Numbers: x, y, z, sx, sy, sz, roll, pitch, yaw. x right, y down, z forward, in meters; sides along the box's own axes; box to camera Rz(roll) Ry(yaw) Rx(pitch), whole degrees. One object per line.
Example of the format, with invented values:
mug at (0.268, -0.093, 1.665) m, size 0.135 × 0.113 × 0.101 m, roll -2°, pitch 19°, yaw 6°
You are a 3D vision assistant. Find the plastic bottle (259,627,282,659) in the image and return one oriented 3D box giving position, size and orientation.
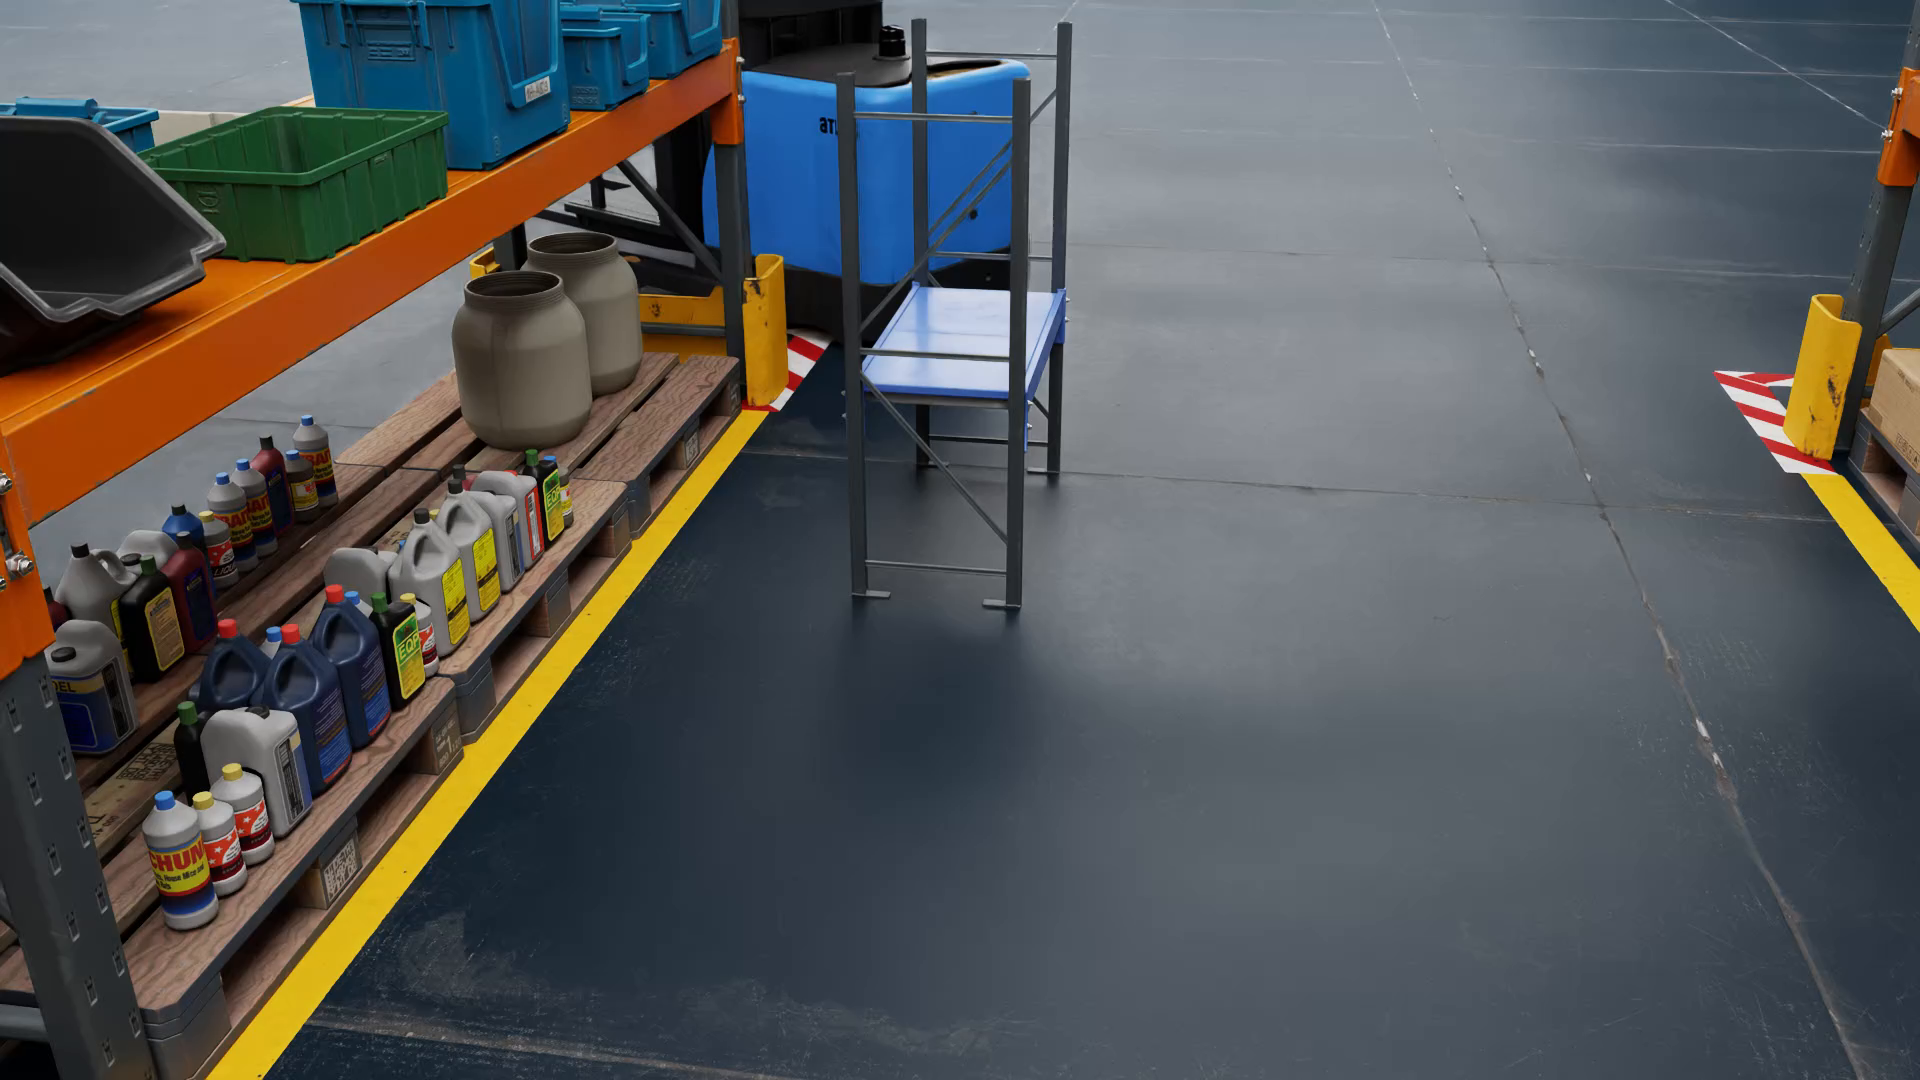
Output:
plastic bottle at (-1.514, 0.321, 3.726) m, size 0.097 × 0.271 × 0.097 m, roll 0°, pitch 25°, yaw 0°

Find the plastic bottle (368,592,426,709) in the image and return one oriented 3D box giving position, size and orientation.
plastic bottle at (-1.320, 0.239, 3.886) m, size 0.061 × 0.283 × 0.133 m, roll 5°, pitch 26°, yaw 11°

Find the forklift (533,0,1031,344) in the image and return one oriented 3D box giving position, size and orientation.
forklift at (-1.149, -2.630, 7.411) m, size 3.031 × 2.935 × 1.130 m, roll 19°, pitch 31°, yaw 35°

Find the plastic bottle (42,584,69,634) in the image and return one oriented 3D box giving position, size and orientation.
plastic bottle at (-2.122, 0.253, 3.857) m, size 0.061 × 0.283 × 0.133 m, roll 6°, pitch 26°, yaw 12°

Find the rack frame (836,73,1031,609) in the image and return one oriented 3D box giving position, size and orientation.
rack frame at (-0.069, -0.502, 4.554) m, size 0.500 × 1.500 × 0.032 m, roll 4°, pitch 25°, yaw 9°

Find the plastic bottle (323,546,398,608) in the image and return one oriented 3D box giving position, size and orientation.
plastic bottle at (-1.469, 0.131, 4.125) m, size 0.152 × 0.276 × 0.135 m, roll 4°, pitch 25°, yaw 9°

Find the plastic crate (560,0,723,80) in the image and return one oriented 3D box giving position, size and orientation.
plastic crate at (-1.093, -1.713, 5.547) m, size 0.499 × 0.251 × 0.616 m, roll 4°, pitch 25°, yaw 9°

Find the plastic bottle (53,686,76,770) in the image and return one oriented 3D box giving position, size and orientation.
plastic bottle at (-1.997, 0.383, 3.498) m, size 0.144 × 0.351 × 0.185 m, roll 4°, pitch 25°, yaw 9°

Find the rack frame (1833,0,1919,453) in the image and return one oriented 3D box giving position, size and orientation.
rack frame at (3.580, -1.666, 5.271) m, size 1.000 × 3.000 × 0.127 m, roll 4°, pitch 25°, yaw 9°

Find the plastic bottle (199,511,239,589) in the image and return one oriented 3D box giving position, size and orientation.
plastic bottle at (-1.999, 0.021, 4.449) m, size 0.097 × 0.201 × 0.097 m, roll 0°, pitch 25°, yaw 0°

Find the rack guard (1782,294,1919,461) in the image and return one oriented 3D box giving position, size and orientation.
rack guard at (3.584, -0.544, 5.822) m, size 1.175 × 0.500 × 0.348 m, roll 4°, pitch 25°, yaw 9°

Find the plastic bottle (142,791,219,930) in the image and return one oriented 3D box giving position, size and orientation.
plastic bottle at (-1.476, 0.596, 3.138) m, size 0.097 × 0.271 × 0.097 m, roll 0°, pitch 25°, yaw 0°

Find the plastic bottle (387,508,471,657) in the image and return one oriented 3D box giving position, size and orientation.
plastic bottle at (-1.319, 0.097, 4.110) m, size 0.144 × 0.351 × 0.185 m, roll 4°, pitch 25°, yaw 8°

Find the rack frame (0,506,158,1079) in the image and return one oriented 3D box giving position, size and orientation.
rack frame at (-1.963, -0.338, 2.434) m, size 0.949 × 2.616 × 0.053 m, roll 4°, pitch 25°, yaw 9°

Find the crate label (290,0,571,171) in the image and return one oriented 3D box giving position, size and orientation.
crate label at (-1.340, -1.238, 4.315) m, size 0.502 × 0.435 × 0.616 m, roll 4°, pitch 25°, yaw 9°

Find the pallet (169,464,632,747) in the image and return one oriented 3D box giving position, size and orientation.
pallet at (-1.612, 0.135, 4.712) m, size 1.003 × 0.211 × 1.213 m, roll 4°, pitch 25°, yaw 9°

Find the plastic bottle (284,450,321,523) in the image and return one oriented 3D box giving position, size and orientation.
plastic bottle at (-1.927, -0.163, 4.841) m, size 0.097 × 0.201 × 0.097 m, roll 0°, pitch 25°, yaw 0°

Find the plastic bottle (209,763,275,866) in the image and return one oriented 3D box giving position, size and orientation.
plastic bottle at (-1.442, 0.542, 3.335) m, size 0.097 × 0.201 × 0.097 m, roll 0°, pitch 25°, yaw 0°

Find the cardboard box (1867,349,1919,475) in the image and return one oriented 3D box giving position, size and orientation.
cardboard box at (3.273, -0.402, 5.318) m, size 0.500 × 0.250 × 0.500 m, roll 4°, pitch 25°, yaw 9°

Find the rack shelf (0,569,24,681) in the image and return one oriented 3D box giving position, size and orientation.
rack shelf at (-2.287, 0.825, 0.799) m, size 1.077 × 0.370 × 4.000 m, roll 4°, pitch 25°, yaw 9°

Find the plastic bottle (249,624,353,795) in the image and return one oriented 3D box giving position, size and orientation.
plastic bottle at (-1.419, 0.354, 3.561) m, size 0.144 × 0.351 × 0.185 m, roll 5°, pitch 25°, yaw 10°

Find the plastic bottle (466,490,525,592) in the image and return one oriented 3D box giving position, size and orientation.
plastic bottle at (-1.265, -0.016, 4.440) m, size 0.152 × 0.276 × 0.135 m, roll 3°, pitch 25°, yaw 7°

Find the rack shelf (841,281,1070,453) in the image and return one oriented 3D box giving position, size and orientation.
rack shelf at (0.014, -0.552, 5.085) m, size 0.538 × 0.185 × 1.000 m, roll 4°, pitch 25°, yaw 9°

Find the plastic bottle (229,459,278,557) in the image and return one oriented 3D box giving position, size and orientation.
plastic bottle at (-1.966, -0.094, 4.612) m, size 0.097 × 0.271 × 0.097 m, roll 0°, pitch 25°, yaw 0°

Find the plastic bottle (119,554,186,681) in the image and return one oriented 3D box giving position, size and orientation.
plastic bottle at (-1.950, 0.185, 4.002) m, size 0.061 × 0.283 × 0.133 m, roll 4°, pitch 25°, yaw 9°

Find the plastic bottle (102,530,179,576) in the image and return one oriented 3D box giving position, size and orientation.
plastic bottle at (-2.025, 0.124, 4.140) m, size 0.152 × 0.276 × 0.135 m, roll 4°, pitch 25°, yaw 9°

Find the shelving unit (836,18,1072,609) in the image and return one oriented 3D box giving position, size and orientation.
shelving unit at (0.014, -0.715, 5.008) m, size 0.538 × 1.500 × 1.048 m, roll 4°, pitch 25°, yaw 9°

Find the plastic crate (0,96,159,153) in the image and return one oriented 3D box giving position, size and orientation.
plastic crate at (-2.047, -0.752, 3.494) m, size 0.499 × 0.251 × 0.616 m, roll 4°, pitch 25°, yaw 9°

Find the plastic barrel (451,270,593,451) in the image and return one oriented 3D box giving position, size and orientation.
plastic barrel at (-1.420, -0.584, 5.398) m, size 0.421 × 0.512 × 0.421 m, roll 0°, pitch 25°, yaw 0°

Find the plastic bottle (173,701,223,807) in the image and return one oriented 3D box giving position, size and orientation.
plastic bottle at (-1.555, 0.446, 3.444) m, size 0.061 × 0.283 × 0.133 m, roll 4°, pitch 25°, yaw 9°

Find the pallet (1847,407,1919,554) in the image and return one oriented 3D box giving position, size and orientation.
pallet at (3.496, -0.080, 5.172) m, size 1.003 × 0.211 × 1.213 m, roll 4°, pitch 25°, yaw 9°

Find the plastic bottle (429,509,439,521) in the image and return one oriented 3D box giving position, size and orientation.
plastic bottle at (-1.391, 0.017, 4.458) m, size 0.097 × 0.201 × 0.097 m, roll 0°, pitch 25°, yaw 0°

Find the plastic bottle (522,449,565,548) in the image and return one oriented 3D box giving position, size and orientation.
plastic bottle at (-1.175, -0.131, 4.677) m, size 0.061 × 0.283 × 0.133 m, roll 5°, pitch 25°, yaw 10°
